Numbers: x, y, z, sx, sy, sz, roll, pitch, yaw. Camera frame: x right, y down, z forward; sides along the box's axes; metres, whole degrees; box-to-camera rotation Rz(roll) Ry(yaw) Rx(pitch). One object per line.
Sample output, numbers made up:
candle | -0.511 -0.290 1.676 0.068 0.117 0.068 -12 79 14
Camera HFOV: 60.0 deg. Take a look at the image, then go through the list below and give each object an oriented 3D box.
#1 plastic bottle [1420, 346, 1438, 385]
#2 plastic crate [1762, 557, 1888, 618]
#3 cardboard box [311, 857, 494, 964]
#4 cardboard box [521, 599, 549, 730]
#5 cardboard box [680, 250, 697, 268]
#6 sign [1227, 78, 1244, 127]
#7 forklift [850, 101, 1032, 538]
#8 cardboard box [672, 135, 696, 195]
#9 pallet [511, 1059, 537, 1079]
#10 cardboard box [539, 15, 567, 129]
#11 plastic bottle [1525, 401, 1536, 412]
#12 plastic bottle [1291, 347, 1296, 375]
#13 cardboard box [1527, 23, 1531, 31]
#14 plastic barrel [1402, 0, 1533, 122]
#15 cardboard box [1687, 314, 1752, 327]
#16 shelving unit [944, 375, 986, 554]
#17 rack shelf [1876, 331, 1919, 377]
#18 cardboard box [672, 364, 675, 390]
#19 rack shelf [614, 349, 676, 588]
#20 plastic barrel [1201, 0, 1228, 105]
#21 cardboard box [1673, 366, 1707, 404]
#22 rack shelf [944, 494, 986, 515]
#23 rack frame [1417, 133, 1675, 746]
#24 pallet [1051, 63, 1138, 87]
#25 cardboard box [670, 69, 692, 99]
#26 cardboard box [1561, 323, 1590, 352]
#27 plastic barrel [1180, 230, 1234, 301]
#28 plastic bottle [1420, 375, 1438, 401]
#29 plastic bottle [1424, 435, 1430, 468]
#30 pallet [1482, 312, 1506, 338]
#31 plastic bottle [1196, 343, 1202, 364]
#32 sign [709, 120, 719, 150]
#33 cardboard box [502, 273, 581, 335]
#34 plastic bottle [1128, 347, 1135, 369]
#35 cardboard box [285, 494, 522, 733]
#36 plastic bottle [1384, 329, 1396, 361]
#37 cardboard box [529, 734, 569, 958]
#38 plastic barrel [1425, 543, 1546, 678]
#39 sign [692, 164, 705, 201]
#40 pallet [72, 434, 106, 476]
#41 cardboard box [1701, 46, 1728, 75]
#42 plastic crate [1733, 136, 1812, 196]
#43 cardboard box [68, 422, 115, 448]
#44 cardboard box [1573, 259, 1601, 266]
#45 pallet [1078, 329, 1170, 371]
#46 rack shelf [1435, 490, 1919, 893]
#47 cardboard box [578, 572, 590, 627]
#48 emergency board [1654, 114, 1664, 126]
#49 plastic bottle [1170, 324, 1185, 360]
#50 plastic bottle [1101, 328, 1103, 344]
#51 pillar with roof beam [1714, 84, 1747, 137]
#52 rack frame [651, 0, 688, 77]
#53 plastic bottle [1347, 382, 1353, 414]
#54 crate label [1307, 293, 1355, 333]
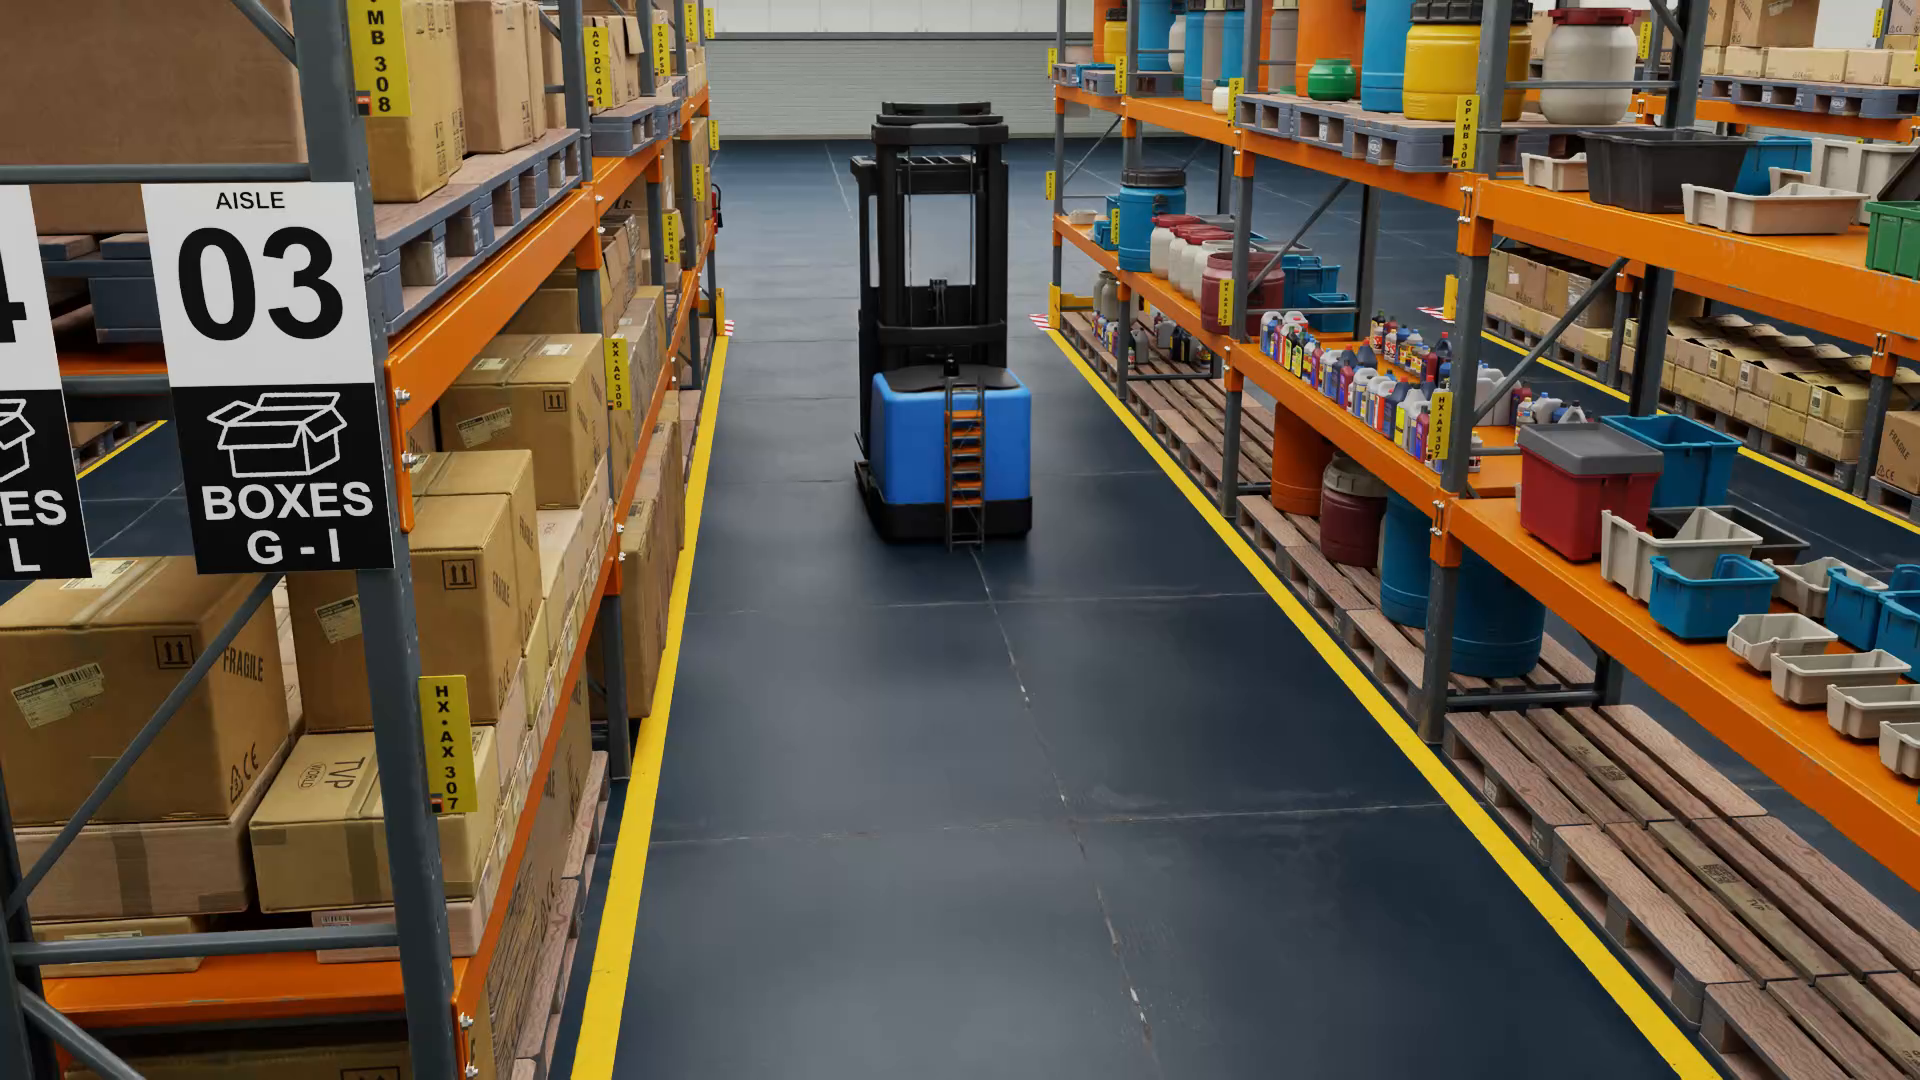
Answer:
plastic bottle | 2.884 -1.056 10.228 0.061 0.283 0.133 -2 18 -6
plastic crate | 3.316 0.179 6.438 0.293 0.136 0.466 -2 18 -6
cardboard box | -1.385 0.921 4.155 0.380 0.149 0.250 -2 17 -5
cardboard box | -1.566 0.391 5.177 0.500 0.250 0.500 -2 18 -7
cardboard box | -2.637 -2.611 15.407 0.380 0.149 0.250 -2 18 -6
sign | 1.878 -2.981 11.332 0.100 0.325 0.005 -2 18 -6
forklift | -0.230 -1.811 12.553 1.130 2.935 3.031 -3 18 -8
cardboard box | -2.708 -3.467 15.378 0.500 0.500 0.500 -2 18 -6
pallet | -1.837 2.012 4.916 1.003 0.211 1.213 -2 18 -6
cardboard box | -2.159 -2.126 7.566 0.700 0.500 0.500 -1 17 -4
plastic bottle | 3.136 -0.656 9.090 0.097 0.201 0.097 0 17 0
plastic bottle | 2.194 -1.173 10.736 0.097 0.201 0.097 0 17 0
cardboard box | 6.582 -5.731 18.808 0.797 0.503 0.637 -1 17 -2
plastic barrel | 2.541 -2.414 8.337 0.600 0.588 0.600 0 17 0
cardboard box | 7.266 -2.007 16.016 0.500 0.311 0.500 -2 18 -6
shelving unit | 0.033 -0.509 11.294 0.258 1.200 0.189 -3 18 -8
rack shelf | 7.558 -0.832 10.521 1.077 0.370 4.000 -2 18 -6
cardboard box | -2.842 -1.349 14.405 0.700 0.500 0.500 -2 18 -6
rack shelf | -2.296 -0.527 9.549 1.077 0.370 4.000 -2 18 -6
plastic barrel | 2.348 -4.142 14.017 0.600 0.901 0.600 0 17 0
cardboard box | 6.842 -1.417 15.072 0.500 0.250 0.500 -2 18 -7
rack shelf | 0.033 -0.237 11.380 0.258 0.103 0.180 -3 18 -8
rack frame | 2.837 -0.427 8.031 1.000 3.000 0.127 -2 18 -6
pallet | 1.588 -5.094 18.203 1.003 0.211 1.213 -2 18 -6
cardboard box | -2.706 -4.160 15.161 0.500 0.250 0.500 -2 18 -8
cardboard box | 6.632 -2.132 17.350 0.500 0.250 0.500 -2 18 -6
plastic barrel | 2.013 -2.236 13.566 0.433 0.535 0.433 0 17 0
plastic bottle | 2.541 -0.727 9.068 0.144 0.351 0.185 -2 18 -6
plastic bottle | 2.436 -0.474 8.510 0.097 0.201 0.097 0 17 0
pallet | 6.647 -2.598 19.599 1.003 0.211 1.213 -2 18 -6
plastic bottle | 2.394 -1.855 16.515 0.097 0.201 0.097 0 17 0
sign | -2.773 -4.564 18.746 0.100 0.325 0.005 -2 18 -6
cardboard box | -2.163 -0.991 7.984 0.797 0.503 0.637 -2 18 -7
plastic bottle | 1.665 -1.784 16.290 0.097 0.201 0.097 0 17 0
cardboard box | -1.509 0.189 4.570 0.500 0.500 0.500 -2 18 -7
plastic bottle | 2.908 -1.313 11.184 0.097 0.201 0.097 0 17 0
cardboard box | -2.008 1.006 6.311 0.875 0.875 0.875 -2 18 -6
plastic barrel | 2.798 0.211 8.800 0.600 0.901 0.708 -2 18 -6
sign | -2.363 -3.229 15.020 0.100 0.325 0.005 -2 18 -6
pallet | -7.575 -0.613 13.276 1.003 0.211 1.213 -2 18 -6
cardboard box | 6.993 -4.339 15.031 0.500 0.250 0.500 0 17 0
plastic crate | 3.249 -1.517 6.774 0.416 0.233 0.300 -2 18 -6
cardboard box | -7.609 -1.192 13.521 1.050 0.750 0.750 -2 18 -6
cardboard box | 7.046 -2.804 18.238 0.500 0.500 0.500 -2 18 -6
pallet | 1.855 -2.046 17.842 1.003 0.211 1.213 -2 18 -6
rack shelf | 3.044 0.512 6.241 1.077 0.370 4.000 -2 18 -6
cardboard box | -1.625 0.233 6.347 0.380 0.149 0.250 -1 17 -5
emergency board | 11.551 -6.652 27.858 0.194 1.169 0.643 -2 18 -6
plastic bottle | 2.198 -2.006 16.746 0.144 0.351 0.185 -2 18 -6
plastic bottle | 1.532 -2.166 17.507 0.097 0.201 0.097 0 17 0
pillar with roof beam | 7.485 -8.644 24.186 9.100 9.000 0.400 -2 18 -6
rack frame | -2.914 -5.520 14.237 1.000 3.000 0.127 -2 18 -6
plastic bottle | 2.308 -0.842 9.683 0.097 0.201 0.097 0 17 0
crate label | 2.754 -1.676 12.289 0.303 0.233 0.416 -2 18 -6
